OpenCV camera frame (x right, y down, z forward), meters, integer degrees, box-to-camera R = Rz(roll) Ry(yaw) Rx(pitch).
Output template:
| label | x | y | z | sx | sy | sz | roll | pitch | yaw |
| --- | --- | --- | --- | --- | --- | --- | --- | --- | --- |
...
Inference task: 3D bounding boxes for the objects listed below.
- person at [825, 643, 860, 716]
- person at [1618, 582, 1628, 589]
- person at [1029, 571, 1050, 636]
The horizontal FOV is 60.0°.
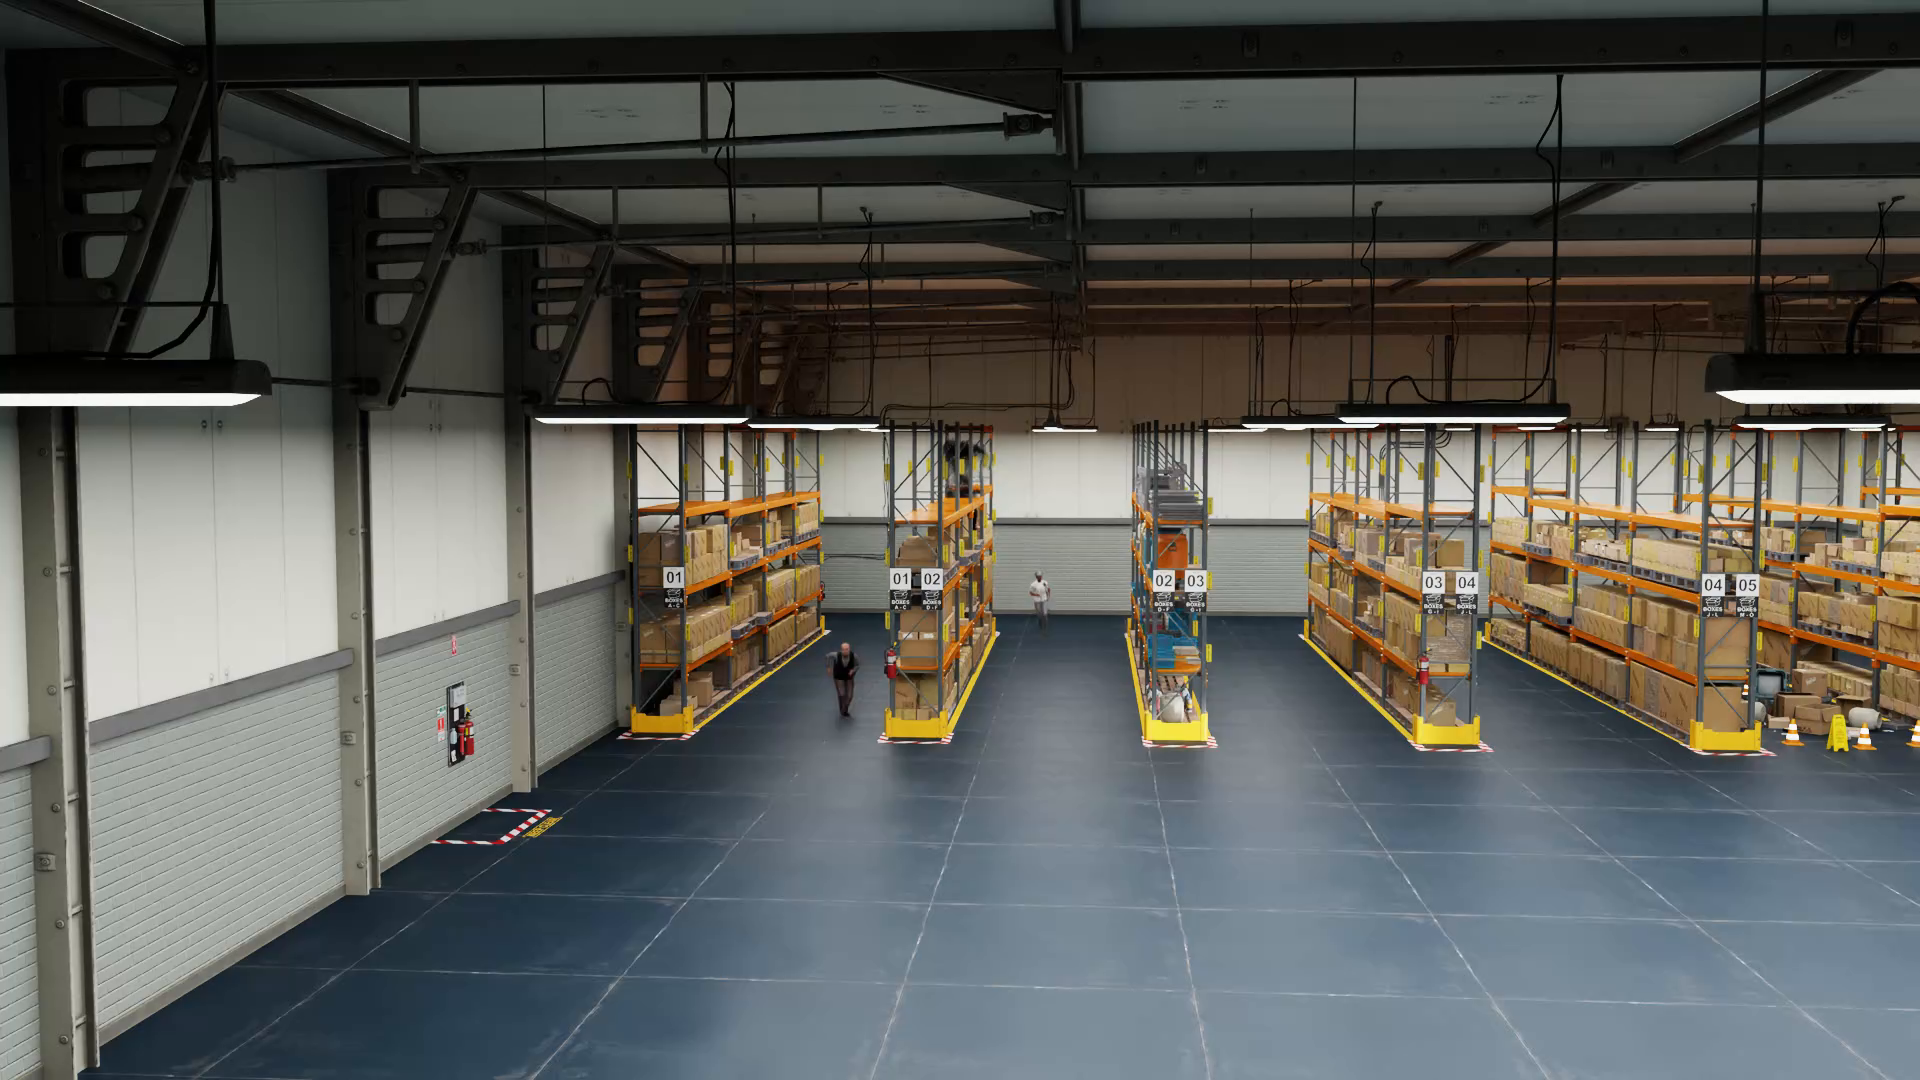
| label | x | y | z | sx | sy | sz | roll | pitch | yaw |
| --- | --- | --- | --- | --- | --- | --- | --- | --- | --- |
| person | -2.375 | 2.827 | 33.580 | 0.684 | 1.543 | 0.860 | -1 | 4 | -10 |
| person | 19.308 | 1.757 | 48.721 | 0.722 | 1.757 | 0.682 | -1 | 4 | -21 |
| person | 2.207 | 1.747 | 45.901 | 0.607 | 1.800 | 0.583 | 0 | 4 | -5 |
